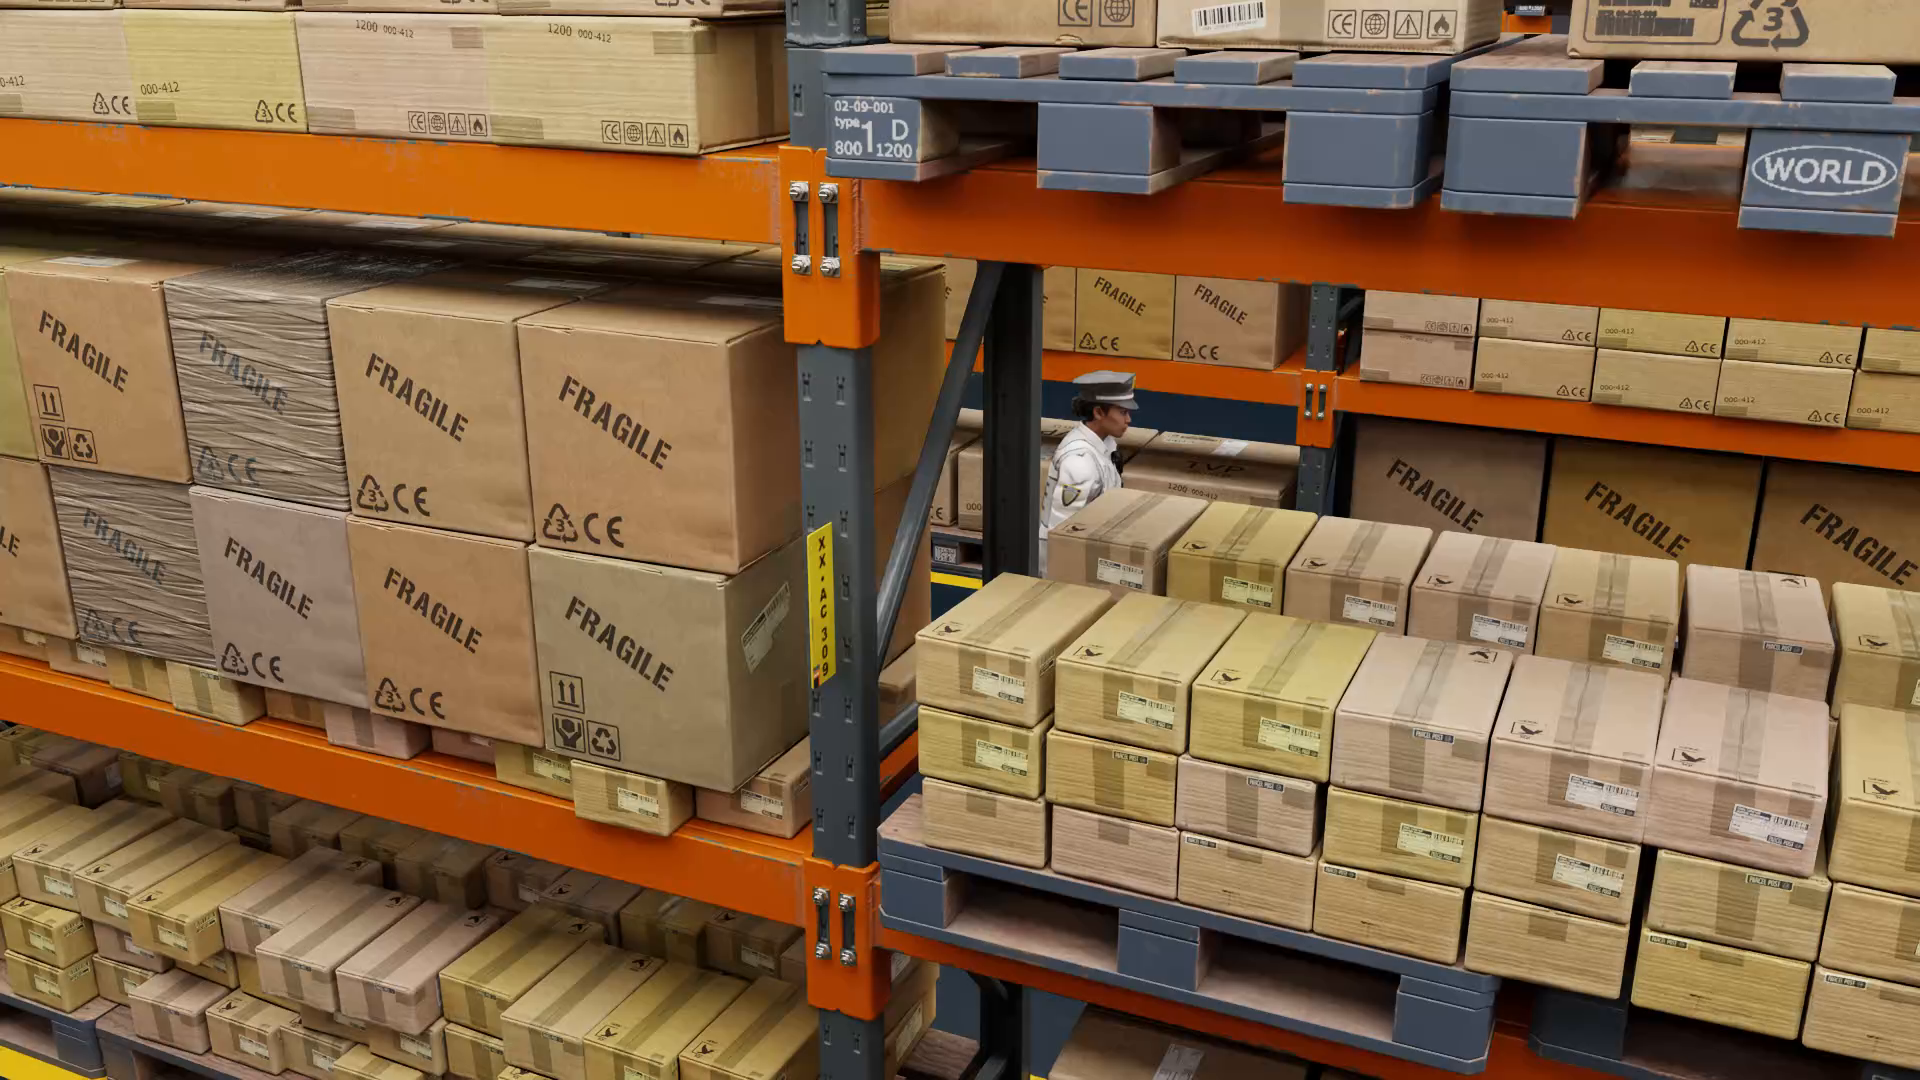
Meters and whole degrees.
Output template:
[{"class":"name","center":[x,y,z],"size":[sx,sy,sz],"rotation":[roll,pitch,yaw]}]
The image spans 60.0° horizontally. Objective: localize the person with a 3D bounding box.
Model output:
[{"class":"person","center":[0.503,0.134,6.677],"size":[0.375,1.662,0.531],"rotation":[7,20,20]}]
